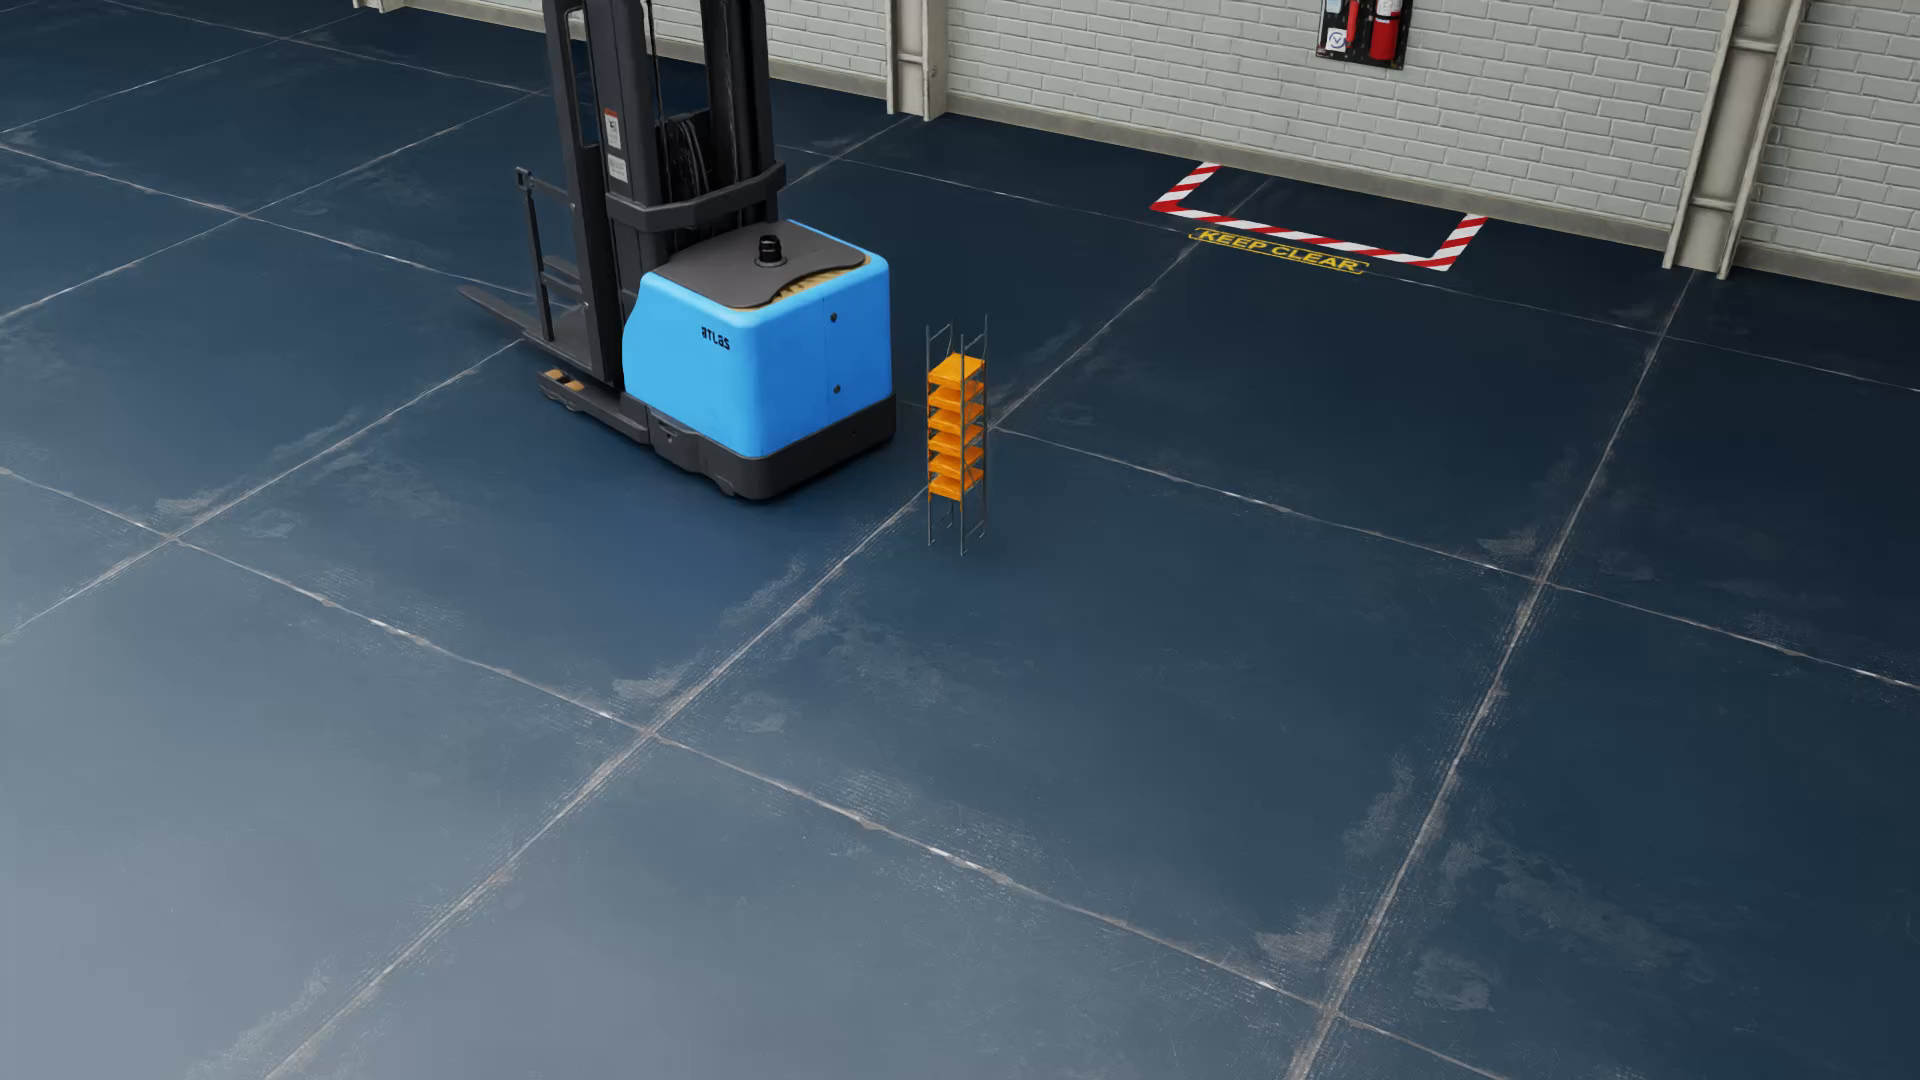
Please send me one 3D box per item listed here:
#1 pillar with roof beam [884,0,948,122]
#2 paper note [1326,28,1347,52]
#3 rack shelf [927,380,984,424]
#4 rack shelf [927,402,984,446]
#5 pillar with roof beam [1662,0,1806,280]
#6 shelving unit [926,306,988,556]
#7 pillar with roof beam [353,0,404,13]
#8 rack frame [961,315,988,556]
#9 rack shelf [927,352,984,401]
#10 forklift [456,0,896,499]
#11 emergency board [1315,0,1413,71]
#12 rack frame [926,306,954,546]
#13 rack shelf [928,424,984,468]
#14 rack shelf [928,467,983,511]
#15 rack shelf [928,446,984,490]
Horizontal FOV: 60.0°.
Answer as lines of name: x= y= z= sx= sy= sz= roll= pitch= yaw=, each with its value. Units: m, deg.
pillar with roof beam: x=-2.479 y=-5.138 z=7.847 sx=0.400 sy=9.000 sz=9.100 roll=18 pitch=37 yaw=24
paper note: x=2.620 y=-3.476 z=11.558 sx=0.142 sy=0.148 sz=0.016 roll=18 pitch=37 yaw=24
rack shelf: x=-0.013 y=-0.666 z=7.815 sx=0.180 sy=0.103 sz=0.258 roll=18 pitch=37 yaw=24
rack shelf: x=-0.013 y=-0.566 z=7.882 sx=0.180 sy=0.103 sz=0.258 roll=18 pitch=37 yaw=24
pillar with roof beam: x=2.730 y=-3.488 z=5.369 sx=0.400 sy=9.000 sz=9.100 roll=18 pitch=37 yaw=24
shelving unit: x=-0.013 y=-0.503 z=7.923 sx=0.189 sy=1.200 sz=0.258 roll=18 pitch=37 yaw=24
pillar with roof beam: x=-7.689 y=-6.788 z=10.325 sx=0.400 sy=9.000 sz=9.100 roll=18 pitch=37 yaw=24
rack frame: x=0.067 y=-0.478 z=7.886 sx=0.006 sy=1.200 sz=0.240 roll=18 pitch=37 yaw=24
rack shelf: x=-0.013 y=-0.766 z=7.748 sx=0.180 sy=0.103 sz=0.258 roll=18 pitch=37 yaw=24
forklift: x=-1.757 y=-2.130 z=8.805 sx=3.031 sy=2.935 sz=1.130 roll=28 pitch=43 yaw=35
emergency board: x=2.739 y=-3.761 z=11.191 sx=0.643 sy=1.169 sz=0.194 roll=18 pitch=37 yaw=24
rack frame: x=-0.092 y=-0.529 z=7.961 sx=0.006 sy=1.200 sz=0.240 roll=18 pitch=37 yaw=24
rack shelf: x=-0.013 y=-0.466 z=7.948 sx=0.180 sy=0.103 sz=0.258 roll=18 pitch=37 yaw=24
rack shelf: x=-0.013 y=-0.267 z=8.081 sx=0.180 sy=0.103 sz=0.258 roll=18 pitch=37 yaw=24
rack shelf: x=-0.013 y=-0.367 z=8.015 sx=0.180 sy=0.103 sz=0.258 roll=18 pitch=37 yaw=24
